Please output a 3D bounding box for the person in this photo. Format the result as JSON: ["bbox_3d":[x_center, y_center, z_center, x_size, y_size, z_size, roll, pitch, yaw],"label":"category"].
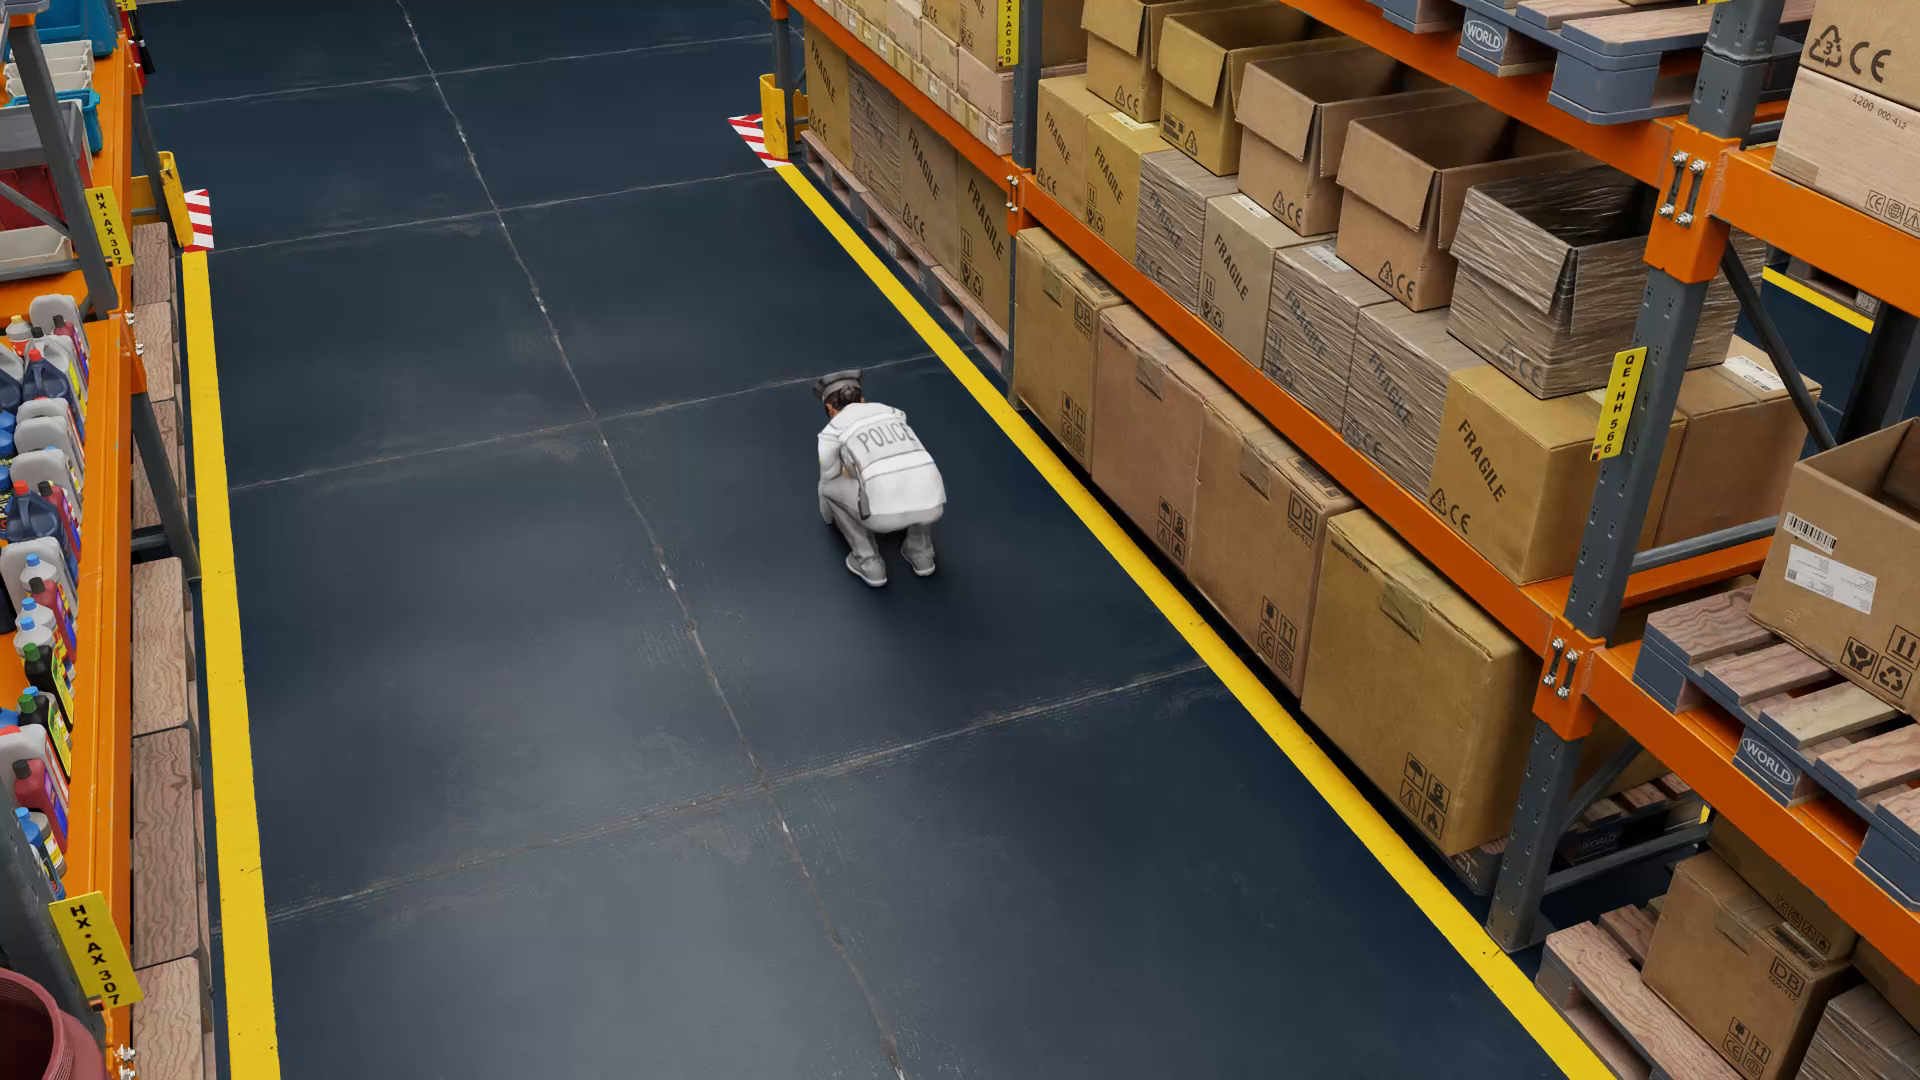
[{"bbox_3d":[-0.373,-0.265,7.389,0.464,0.823,0.898,-13,36,-19],"label":"person"}]
